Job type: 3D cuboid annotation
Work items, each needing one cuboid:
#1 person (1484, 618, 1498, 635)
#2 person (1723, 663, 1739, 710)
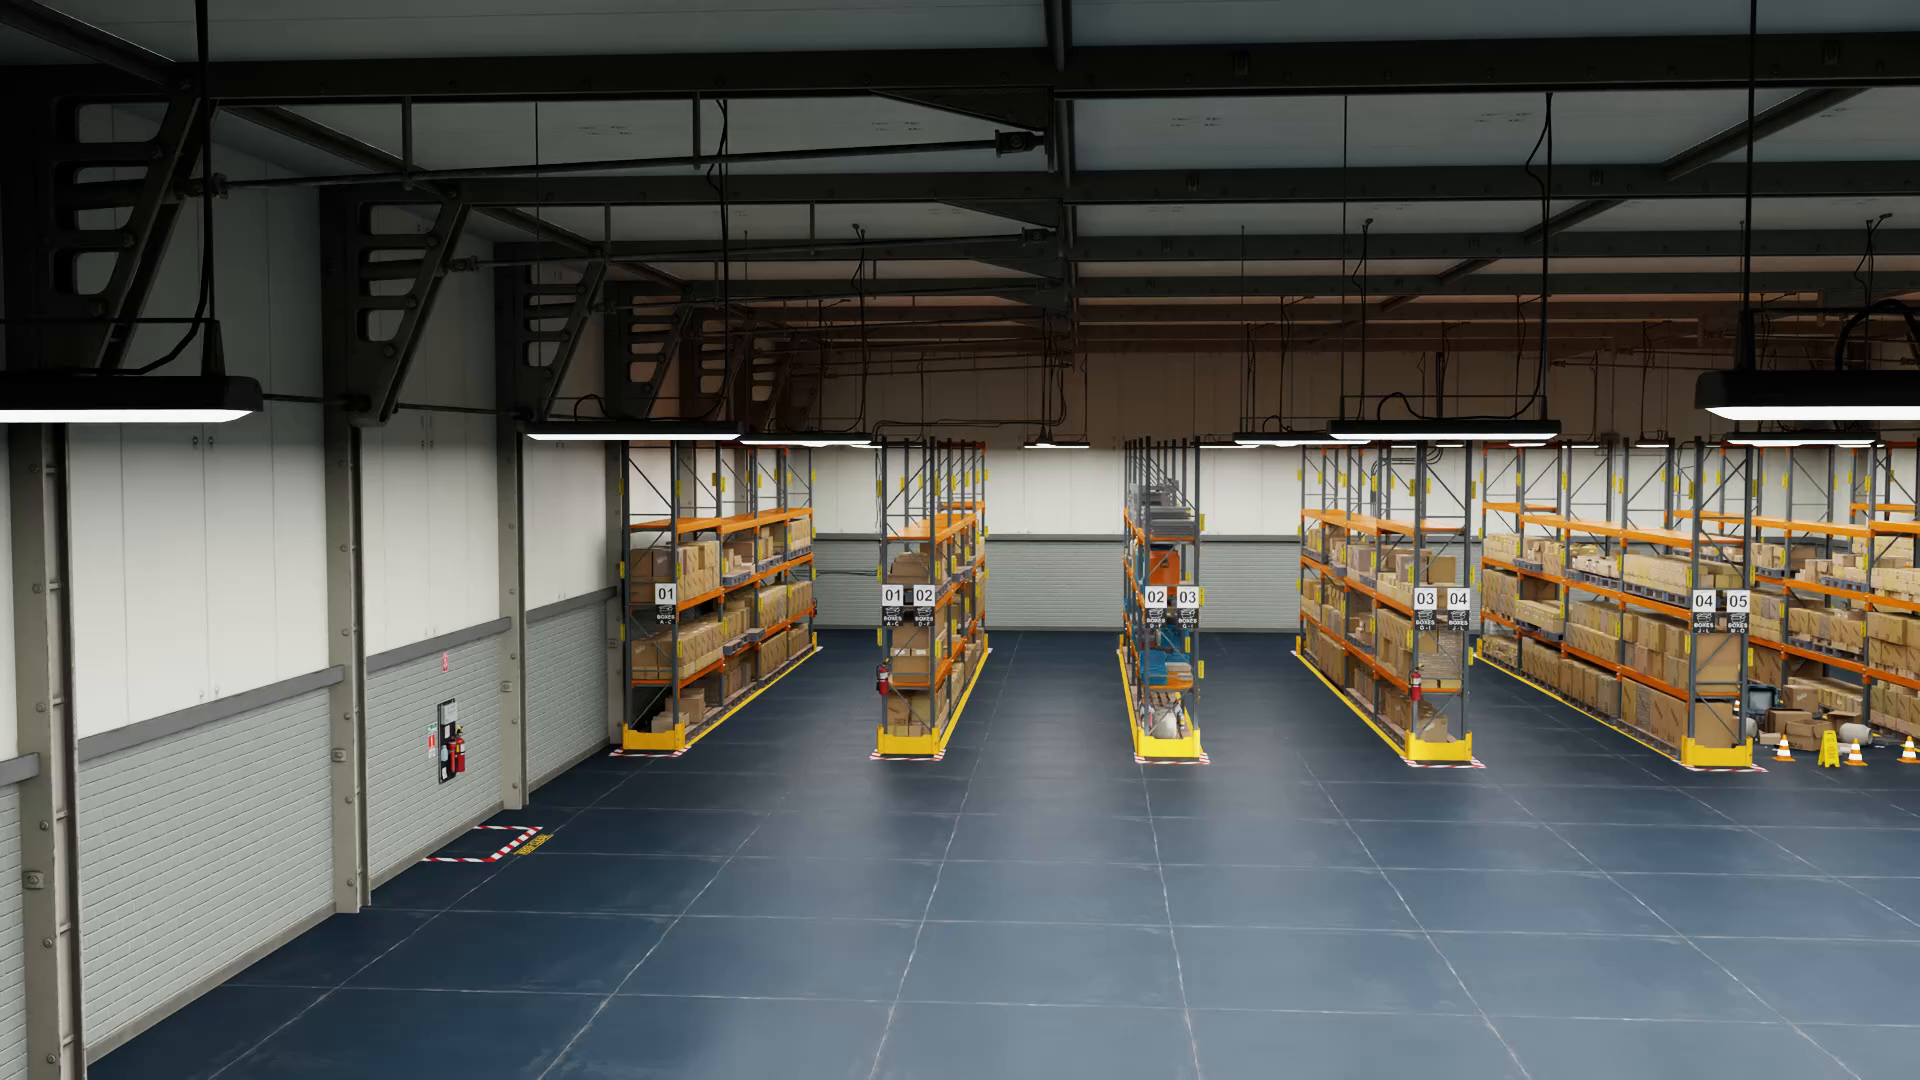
[{"bbox_3d":[15.269,2.260,47.651,0.488,1.784,0.574,-1,3,-16],"label":"person"},{"bbox_3d":[16.993,2.905,36.673,0.547,1.808,0.602,0,3,-3],"label":"person"}]
